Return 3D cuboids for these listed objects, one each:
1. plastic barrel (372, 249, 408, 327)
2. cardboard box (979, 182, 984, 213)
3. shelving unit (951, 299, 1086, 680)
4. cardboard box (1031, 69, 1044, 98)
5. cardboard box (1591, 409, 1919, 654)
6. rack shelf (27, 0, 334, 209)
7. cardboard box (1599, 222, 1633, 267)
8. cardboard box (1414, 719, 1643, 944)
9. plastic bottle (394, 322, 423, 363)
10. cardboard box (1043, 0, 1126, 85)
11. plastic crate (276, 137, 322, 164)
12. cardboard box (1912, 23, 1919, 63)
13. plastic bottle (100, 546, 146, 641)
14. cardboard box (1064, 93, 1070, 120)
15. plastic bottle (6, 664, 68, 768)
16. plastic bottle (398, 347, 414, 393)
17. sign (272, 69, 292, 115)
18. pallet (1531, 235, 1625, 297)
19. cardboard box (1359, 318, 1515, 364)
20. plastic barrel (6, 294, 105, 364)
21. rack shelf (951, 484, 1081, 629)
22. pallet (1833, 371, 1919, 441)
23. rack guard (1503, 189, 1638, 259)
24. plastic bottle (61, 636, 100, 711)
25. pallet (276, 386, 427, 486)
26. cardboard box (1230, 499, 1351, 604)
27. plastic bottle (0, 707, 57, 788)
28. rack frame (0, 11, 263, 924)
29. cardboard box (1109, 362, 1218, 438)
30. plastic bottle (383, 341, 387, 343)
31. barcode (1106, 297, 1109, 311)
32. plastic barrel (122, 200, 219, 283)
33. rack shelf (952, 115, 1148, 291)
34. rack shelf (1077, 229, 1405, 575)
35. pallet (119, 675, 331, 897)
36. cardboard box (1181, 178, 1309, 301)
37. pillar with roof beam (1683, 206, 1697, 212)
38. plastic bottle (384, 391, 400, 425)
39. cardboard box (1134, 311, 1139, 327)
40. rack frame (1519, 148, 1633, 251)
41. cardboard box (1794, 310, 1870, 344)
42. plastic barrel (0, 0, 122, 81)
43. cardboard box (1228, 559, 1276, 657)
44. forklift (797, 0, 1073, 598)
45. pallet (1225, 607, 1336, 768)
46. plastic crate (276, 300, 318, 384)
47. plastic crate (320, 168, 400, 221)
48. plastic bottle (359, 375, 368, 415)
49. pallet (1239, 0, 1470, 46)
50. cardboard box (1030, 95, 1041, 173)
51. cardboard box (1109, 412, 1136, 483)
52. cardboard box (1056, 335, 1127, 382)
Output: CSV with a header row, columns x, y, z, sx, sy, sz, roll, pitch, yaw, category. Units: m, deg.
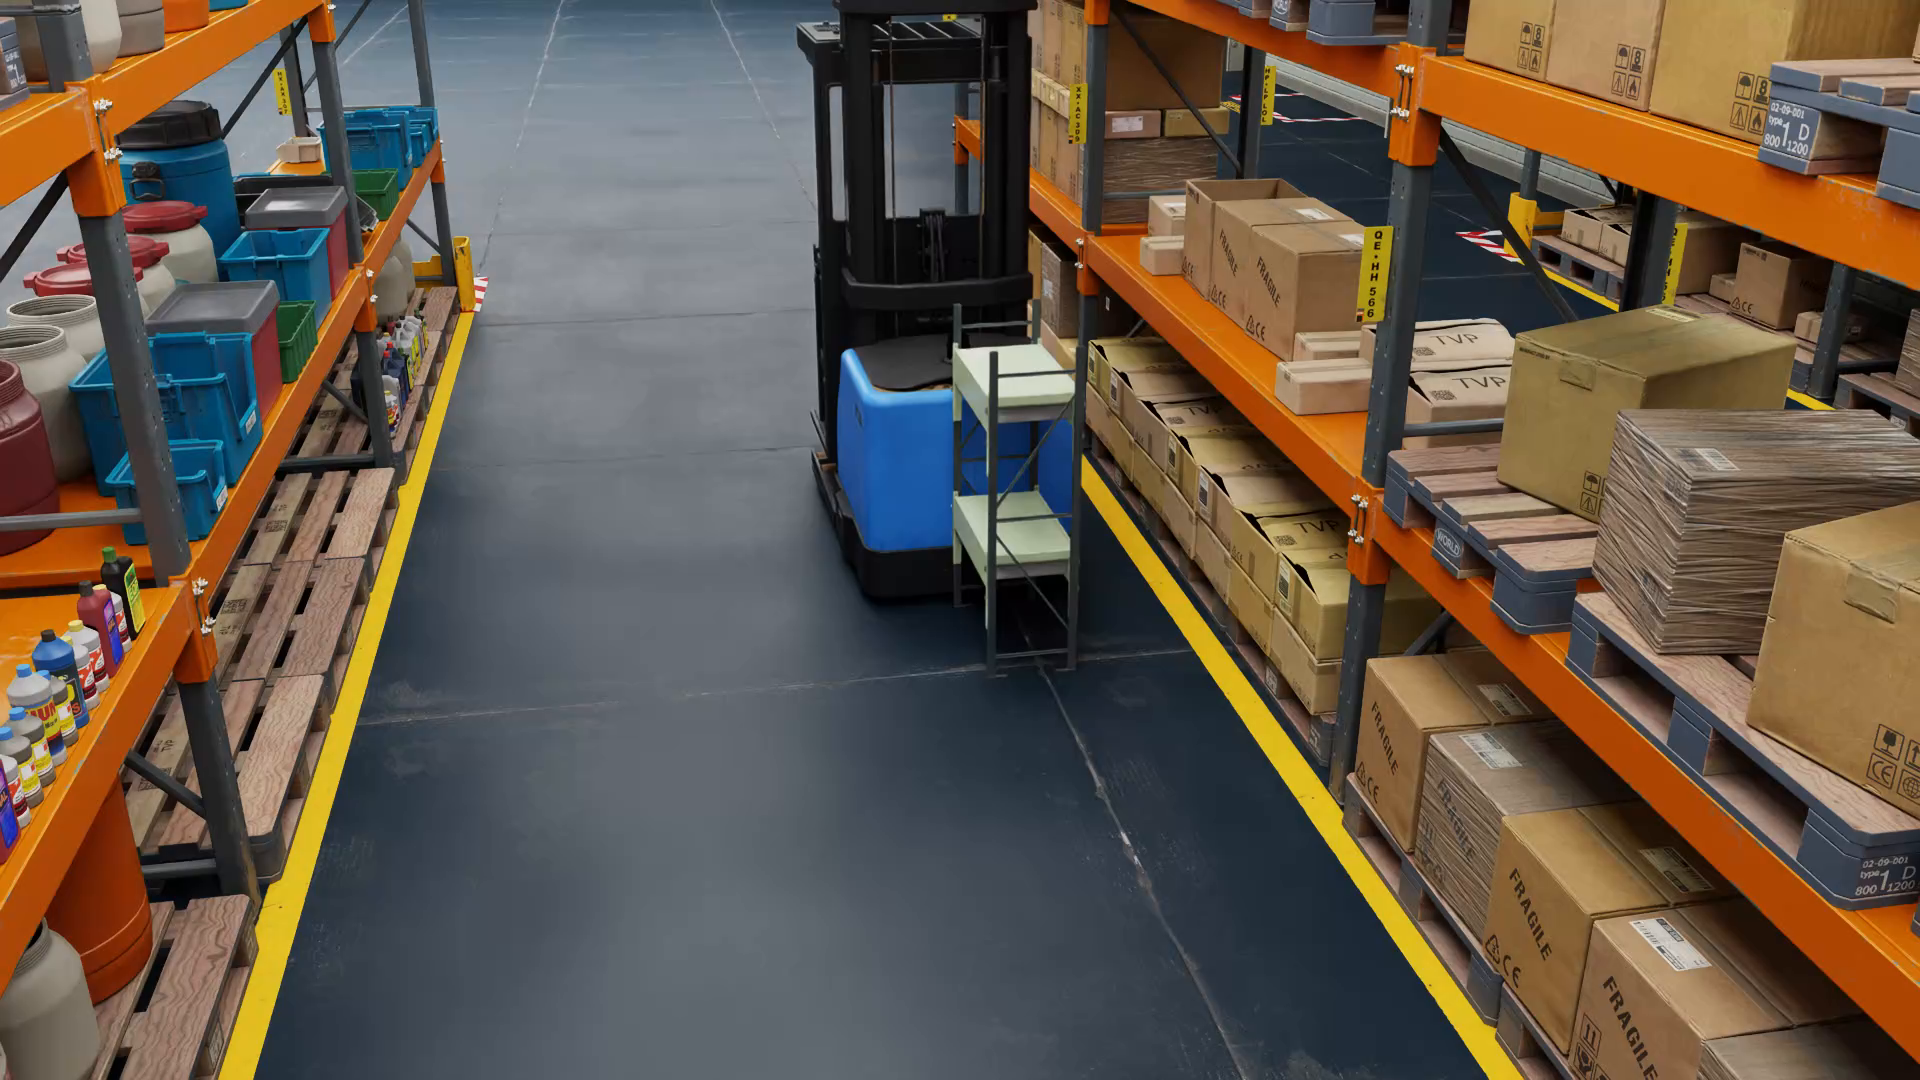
x,y,z,sx,sy,sz,roll,pitch,yaw,category
-4.118,-1.789,11.682,0.421,0.512,0.421,0,24,0,plastic barrel
0.436,-2.404,12.481,0.500,0.500,0.500,-4,24,-10,cardboard box
0.242,-0.235,7.414,0.431,1.500,0.755,-5,24,-11,shelving unit
0.655,-3.017,10.974,0.380,0.149,0.250,-4,24,-8,cardboard box
2.149,-0.031,4.422,0.700,0.500,0.500,0,24,0,cardboard box
-3.298,-1.872,6.439,1.077,0.370,4.000,-4,24,-10,rack shelf
5.474,-2.387,13.277,0.500,0.311,0.500,-2,24,-5,cardboard box
1.846,0.944,5.414,0.500,0.500,0.500,-5,24,-12,cardboard box
-3.591,-1.295,10.820,0.152,0.276,0.135,-5,24,-11,plastic bottle
0.926,-3.189,10.558,0.700,0.500,0.500,-4,24,-10,cardboard box
-4.558,-2.690,11.492,0.298,0.136,0.250,-4,24,-10,plastic crate
2.410,-1.219,3.271,0.600,0.600,0.600,-5,24,-12,cardboard box
-2.434,0.141,4.826,0.061,0.283,0.133,-4,24,-10,plastic bottle
0.846,-2.613,10.050,0.380,0.149,0.250,-5,24,-11,cardboard box
-2.316,0.437,4.163,0.097,0.271,0.097,0,24,0,plastic bottle
-3.433,-1.061,10.276,0.061,0.283,0.133,-3,24,-7,plastic bottle
-4.949,-3.275,12.155,0.100,0.325,0.005,-4,24,-10,sign
5.459,-2.290,13.730,1.003,0.211,1.213,-4,24,-10,pallet
1.966,-0.731,6.787,0.500,0.311,0.500,-5,24,-10,cardboard box
-3.406,-0.646,6.342,0.421,0.512,0.421,0,24,0,plastic barrel
0.242,0.064,7.544,0.431,0.370,0.720,-5,24,-11,rack shelf
6.214,-0.763,10.233,1.003,0.211,1.213,-4,24,-10,pallet
5.343,-2.745,14.410,1.175,0.500,0.348,-4,24,-10,rack guard
-2.370,0.354,4.440,0.097,0.201,0.097,0,24,0,plastic bottle
-3.751,-0.603,9.867,1.003,0.211,1.213,-4,24,-10,pallet
1.499,0.013,7.182,0.500,0.311,0.500,-5,24,-11,cardboard box
-2.298,0.507,4.089,0.097,0.201,0.097,0,24,0,plastic bottle
-2.928,-0.040,5.095,1.000,3.000,0.127,-4,24,-10,rack frame
1.120,-0.790,9.021,0.500,0.311,0.500,-5,24,-10,cardboard box
-3.667,-1.170,10.627,0.097,0.201,0.097,0,24,0,plastic bottle
0.839,-1.344,9.453,0.001,0.075,0.075,-4,24,-10,barcode
-3.706,-1.283,7.771,0.433,0.535,0.433,0,24,0,plastic barrel
0.831,-2.436,11.478,1.077,0.370,4.000,-4,24,-10,rack shelf
1.571,-0.862,7.876,1.077,0.370,4.000,-4,24,-10,rack shelf
-3.033,0.930,6.357,1.003,0.211,1.213,-4,24,-10,pallet
1.425,-1.514,8.344,0.500,0.500,0.500,-3,24,-6,cardboard box
2.078,-6.140,11.564,9.100,9.000,0.400,-4,24,-10,pillar with roof beam
-3.333,-0.771,9.714,0.097,0.201,0.097,0,24,0,plastic bottle
1.323,-1.657,10.769,0.500,0.500,0.500,-4,24,-10,cardboard box
5.329,-3.920,13.978,1.000,3.000,0.127,-4,24,-10,rack frame
5.940,-1.458,11.332,0.380,0.166,0.250,-8,25,-17,cardboard box
-2.684,-1.611,4.804,0.421,0.512,0.421,0,24,0,plastic barrel
1.505,0.271,7.293,0.500,0.250,0.500,-5,24,-10,cardboard box
-0.235,-1.629,8.817,1.130,2.935,3.031,-5,24,-11,forklift
1.827,0.546,7.237,1.003,0.211,1.213,-4,24,-10,pallet
-3.068,-0.852,7.219,0.450,0.188,0.662,-4,24,-10,plastic crate
-3.641,-2.071,10.010,0.450,0.188,0.662,-4,24,-10,plastic crate
-3.487,-0.845,9.782,0.061,0.283,0.133,-4,24,-10,plastic bottle
1.727,-1.954,5.964,1.213,0.211,1.003,-3,24,-7,pallet
0.824,-2.805,11.299,0.700,0.500,0.500,-4,24,-8,cardboard box
1.125,-0.533,9.134,0.500,0.250,0.500,-4,24,-8,cardboard box
0.901,-1.077,10.380,0.500,0.250,0.500,-4,24,-10,cardboard box
